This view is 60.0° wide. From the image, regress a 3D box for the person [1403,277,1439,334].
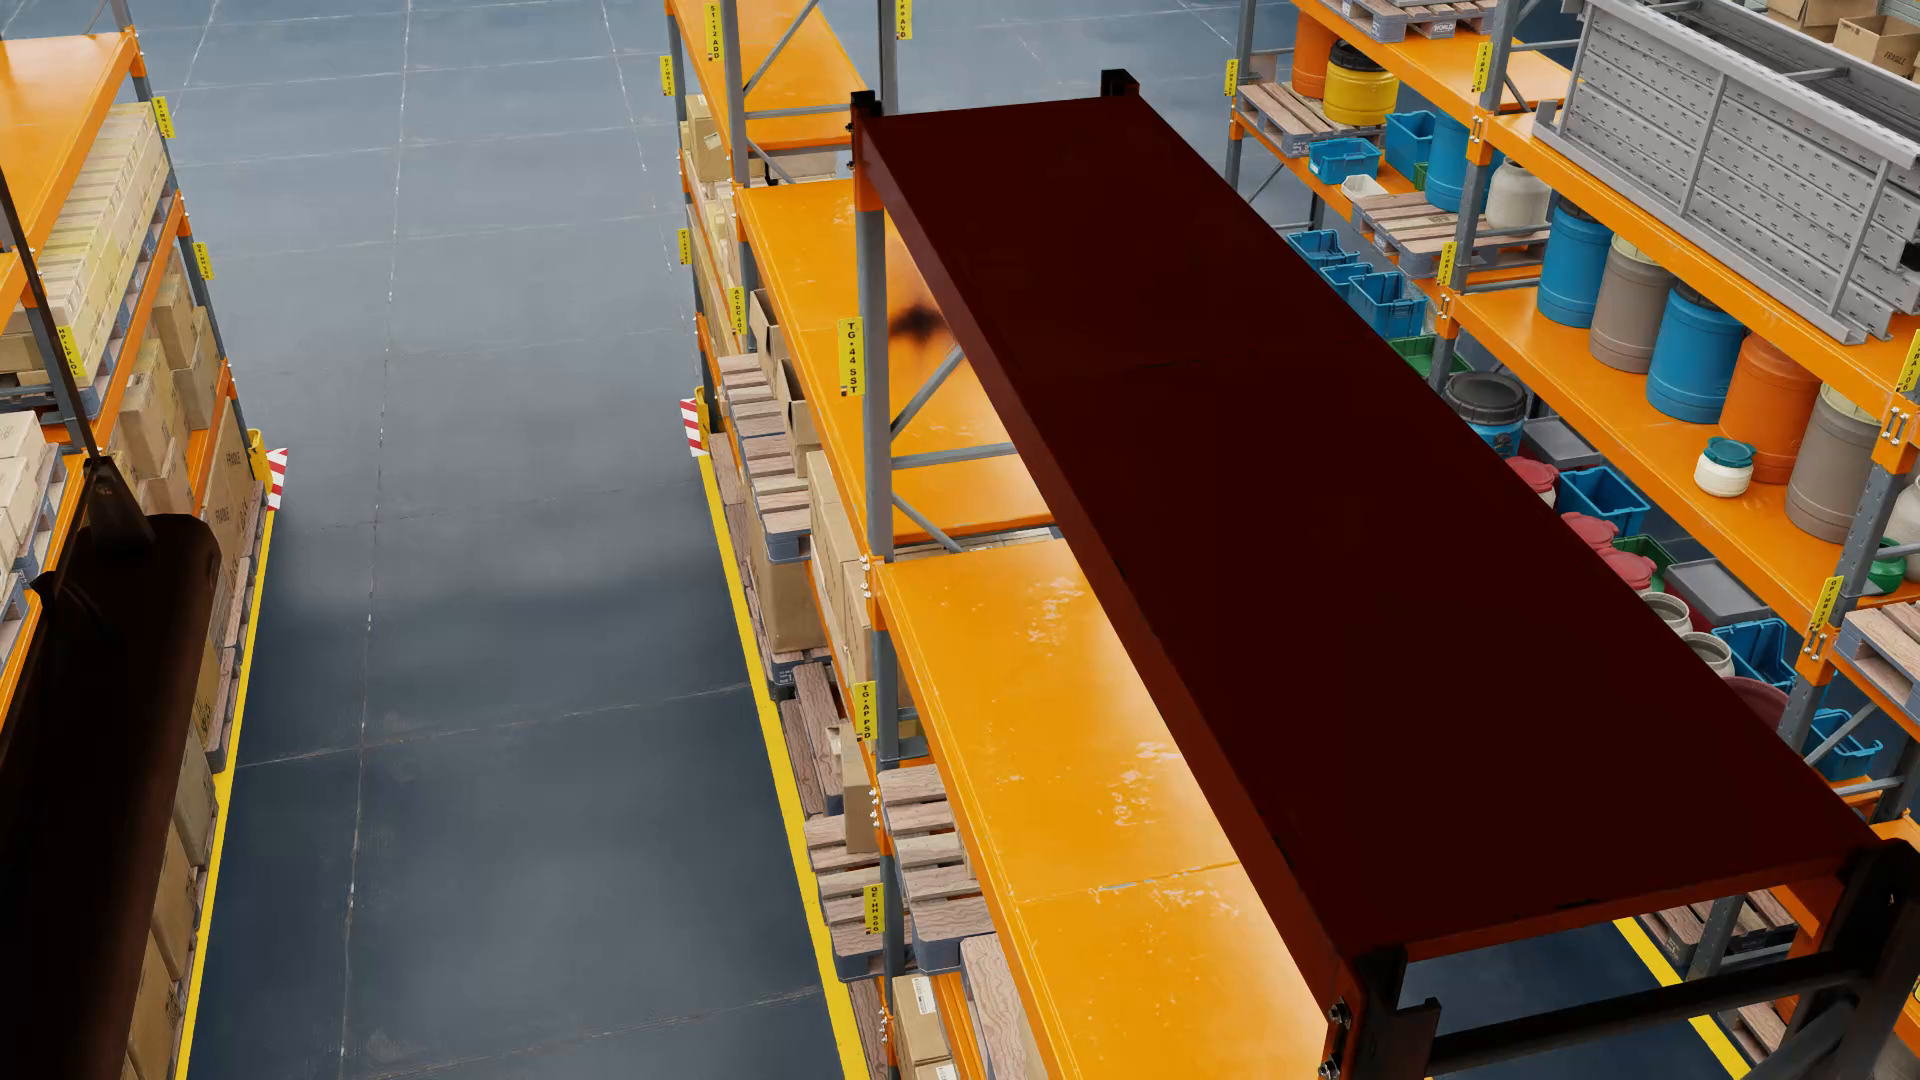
[{"bbox_3d":[4.539,-2.463,16.106,0.672,1.842,0.715,-10,36,-14],"label":"person"}]
